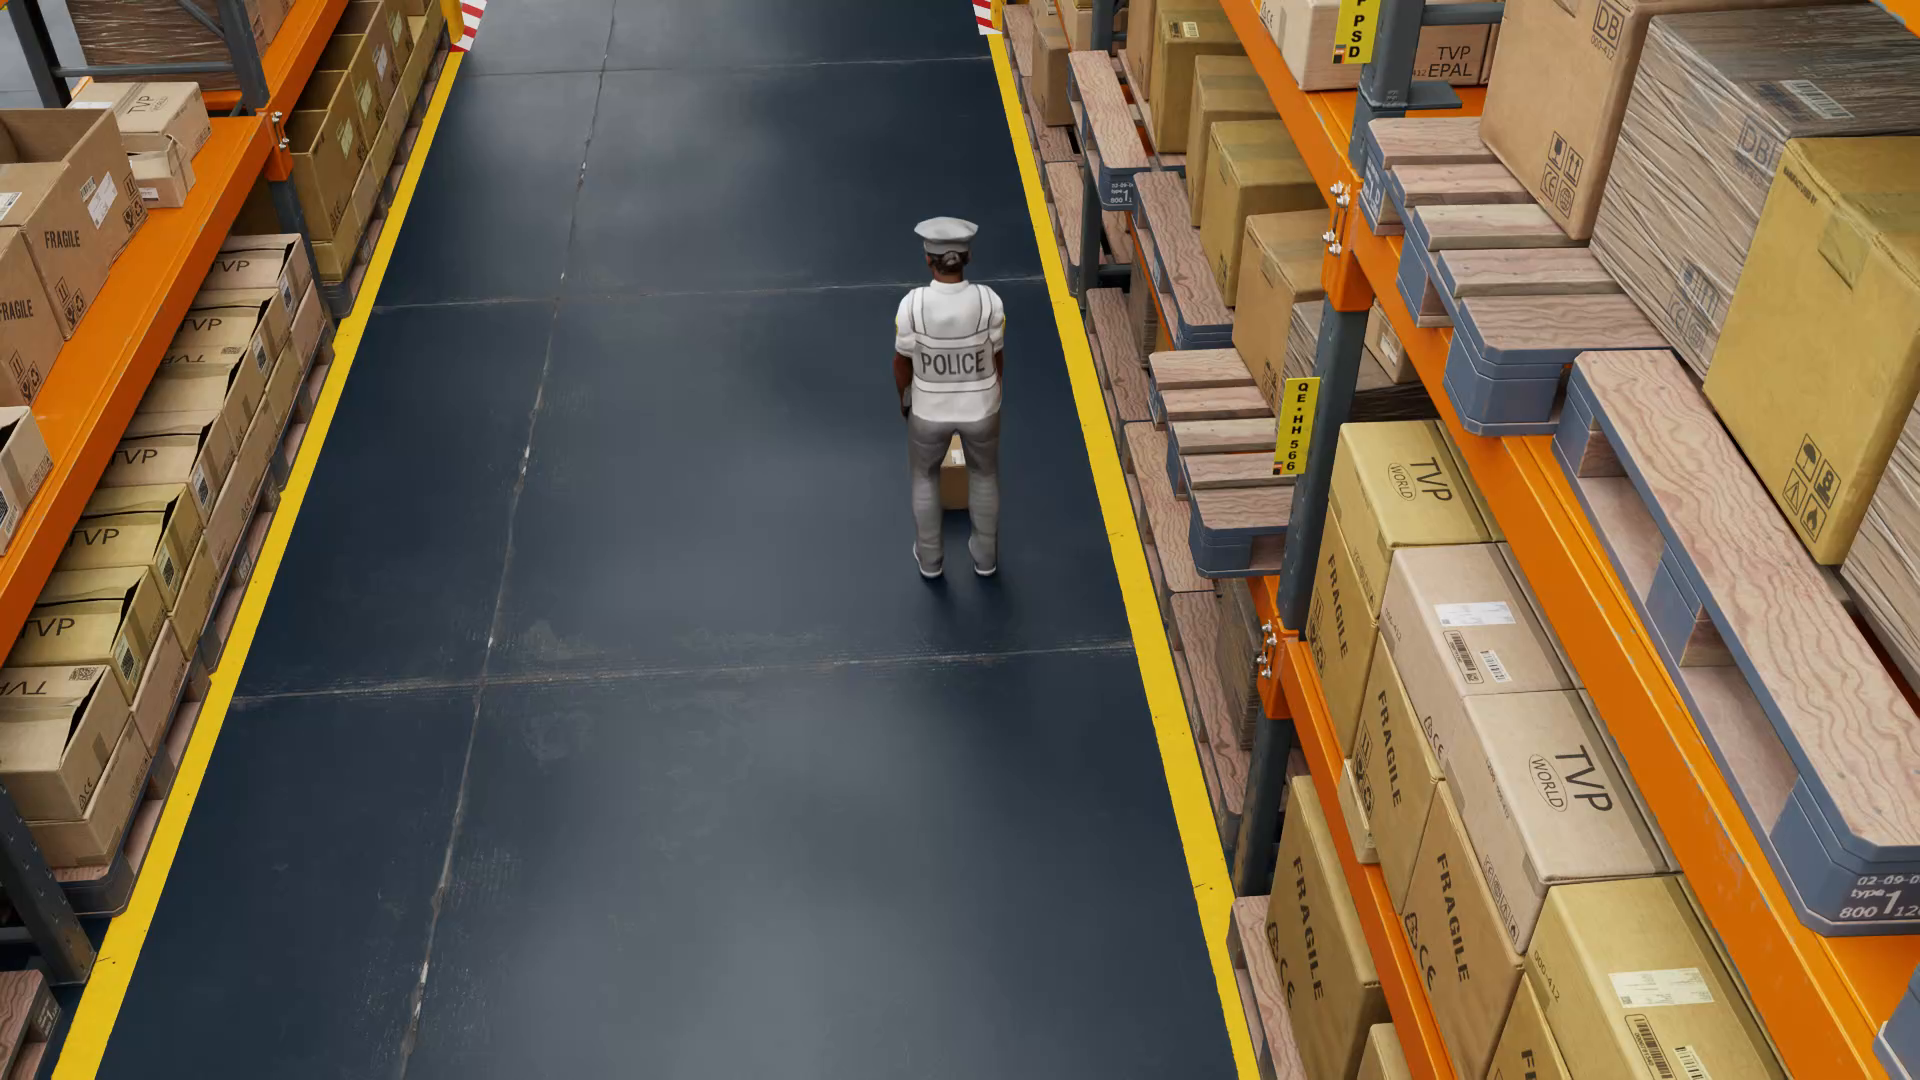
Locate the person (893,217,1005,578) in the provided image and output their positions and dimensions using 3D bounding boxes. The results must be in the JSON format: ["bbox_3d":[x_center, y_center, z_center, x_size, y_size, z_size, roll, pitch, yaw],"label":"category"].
[{"bbox_3d":[-0.046,-0.543,6.840,0.446,1.644,0.379,-2,39,-3],"label":"person"}]
